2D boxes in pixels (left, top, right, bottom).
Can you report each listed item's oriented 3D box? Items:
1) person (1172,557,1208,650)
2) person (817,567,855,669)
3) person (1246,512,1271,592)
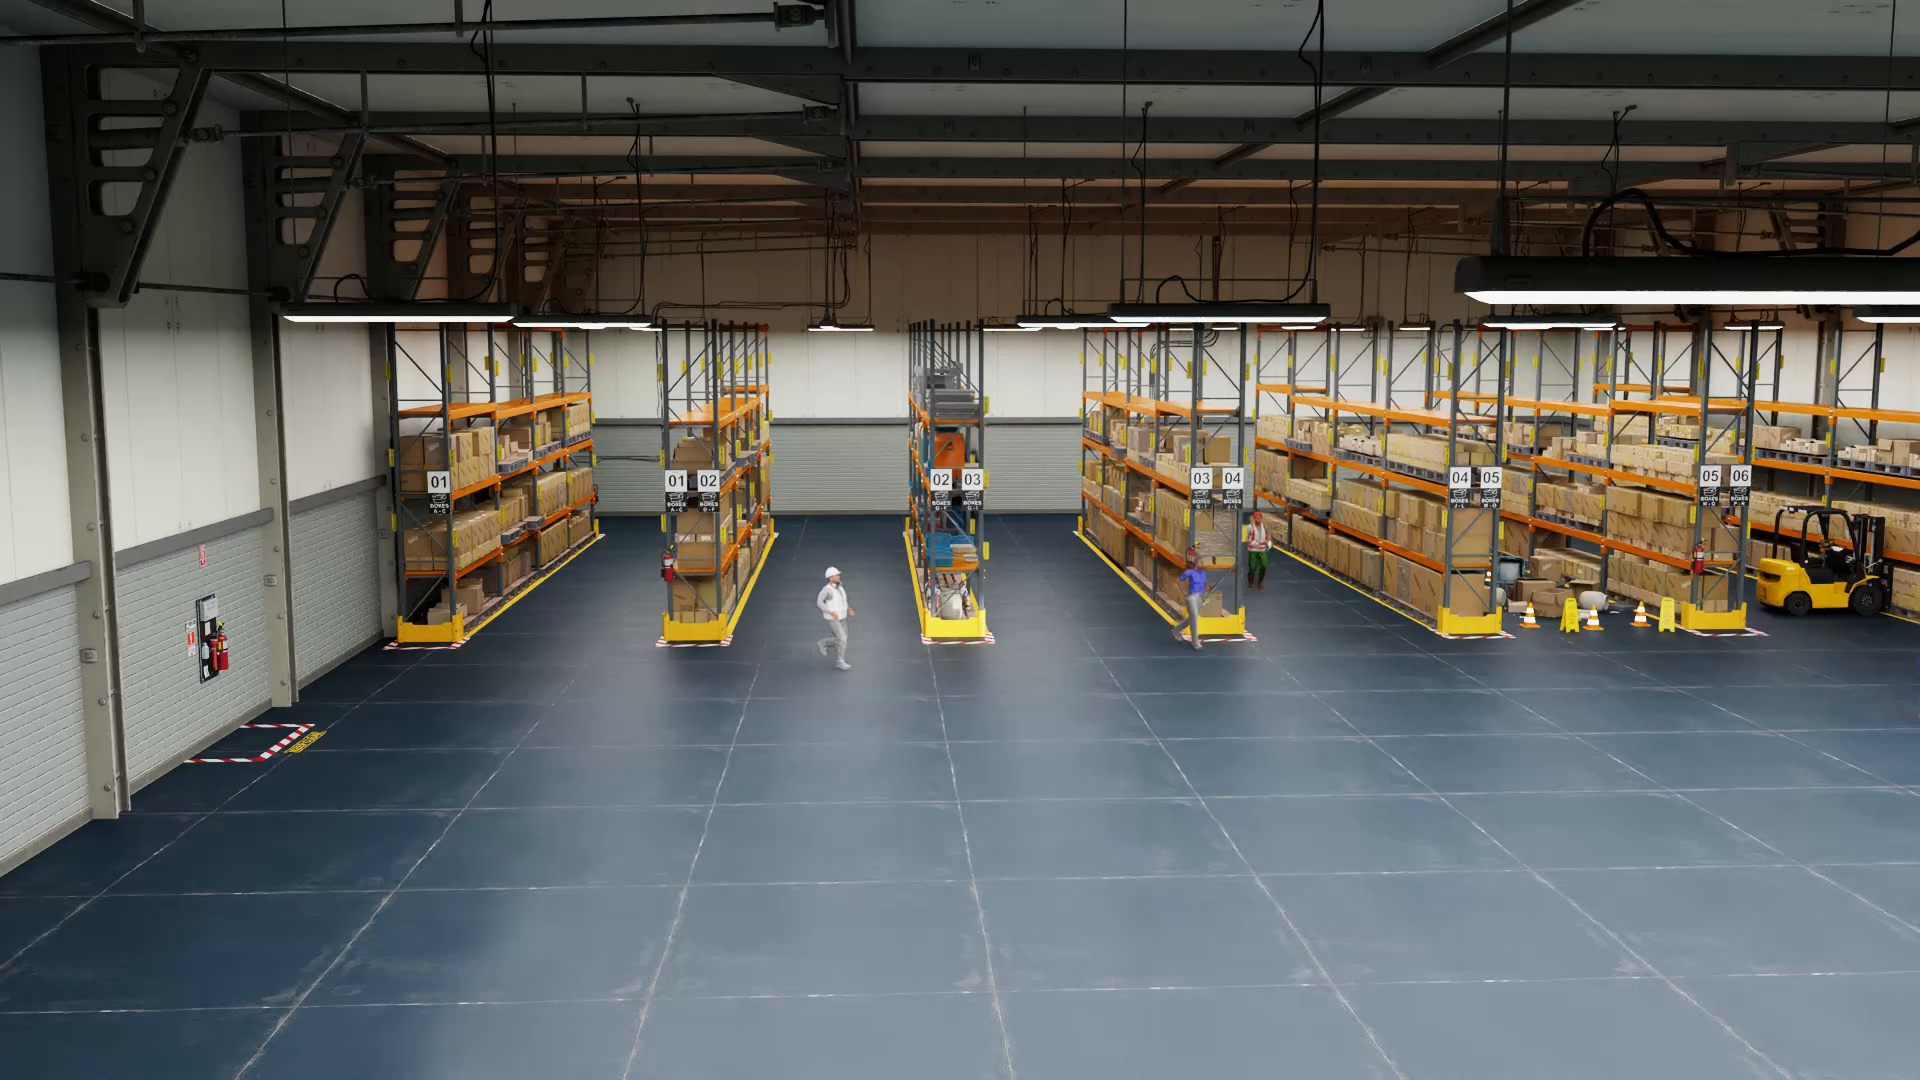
[{"bbox_3d":[4.324,1.135,30.678,0.618,1.672,0.876,-5,9,-35],"label":"person"},{"bbox_3d":[-2.197,1.339,28.671,0.722,1.748,0.661,4,8,28],"label":"person"},{"bbox_3d":[6.659,0.270,37.130,0.685,1.816,0.716,-1,7,-7],"label":"person"}]
